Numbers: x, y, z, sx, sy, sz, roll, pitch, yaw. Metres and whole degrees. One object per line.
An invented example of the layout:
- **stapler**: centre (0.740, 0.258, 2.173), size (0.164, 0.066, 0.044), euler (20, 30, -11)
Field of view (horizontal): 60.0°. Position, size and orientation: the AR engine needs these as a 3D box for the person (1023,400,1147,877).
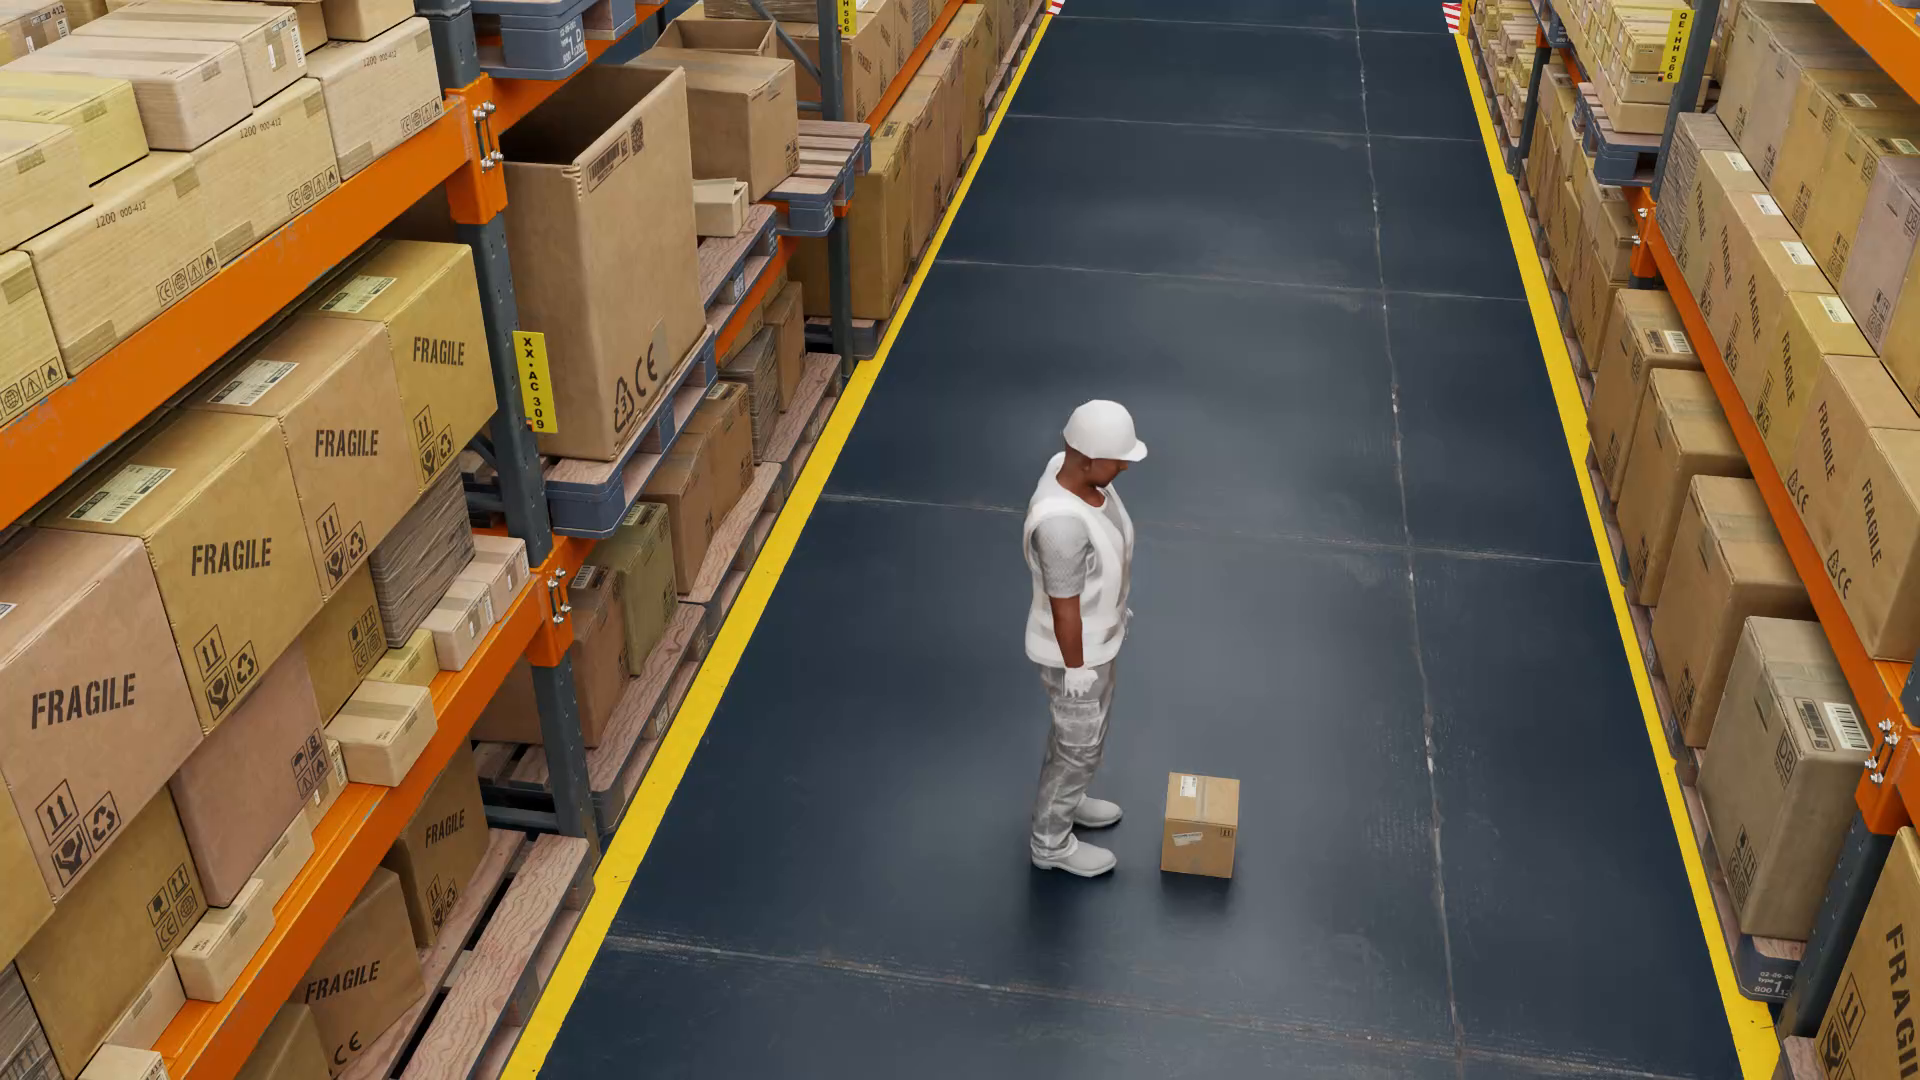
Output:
- **person**: centre (0.405, 0.323, 5.612), size (0.370, 1.772, 0.551), euler (6, 33, 9)
